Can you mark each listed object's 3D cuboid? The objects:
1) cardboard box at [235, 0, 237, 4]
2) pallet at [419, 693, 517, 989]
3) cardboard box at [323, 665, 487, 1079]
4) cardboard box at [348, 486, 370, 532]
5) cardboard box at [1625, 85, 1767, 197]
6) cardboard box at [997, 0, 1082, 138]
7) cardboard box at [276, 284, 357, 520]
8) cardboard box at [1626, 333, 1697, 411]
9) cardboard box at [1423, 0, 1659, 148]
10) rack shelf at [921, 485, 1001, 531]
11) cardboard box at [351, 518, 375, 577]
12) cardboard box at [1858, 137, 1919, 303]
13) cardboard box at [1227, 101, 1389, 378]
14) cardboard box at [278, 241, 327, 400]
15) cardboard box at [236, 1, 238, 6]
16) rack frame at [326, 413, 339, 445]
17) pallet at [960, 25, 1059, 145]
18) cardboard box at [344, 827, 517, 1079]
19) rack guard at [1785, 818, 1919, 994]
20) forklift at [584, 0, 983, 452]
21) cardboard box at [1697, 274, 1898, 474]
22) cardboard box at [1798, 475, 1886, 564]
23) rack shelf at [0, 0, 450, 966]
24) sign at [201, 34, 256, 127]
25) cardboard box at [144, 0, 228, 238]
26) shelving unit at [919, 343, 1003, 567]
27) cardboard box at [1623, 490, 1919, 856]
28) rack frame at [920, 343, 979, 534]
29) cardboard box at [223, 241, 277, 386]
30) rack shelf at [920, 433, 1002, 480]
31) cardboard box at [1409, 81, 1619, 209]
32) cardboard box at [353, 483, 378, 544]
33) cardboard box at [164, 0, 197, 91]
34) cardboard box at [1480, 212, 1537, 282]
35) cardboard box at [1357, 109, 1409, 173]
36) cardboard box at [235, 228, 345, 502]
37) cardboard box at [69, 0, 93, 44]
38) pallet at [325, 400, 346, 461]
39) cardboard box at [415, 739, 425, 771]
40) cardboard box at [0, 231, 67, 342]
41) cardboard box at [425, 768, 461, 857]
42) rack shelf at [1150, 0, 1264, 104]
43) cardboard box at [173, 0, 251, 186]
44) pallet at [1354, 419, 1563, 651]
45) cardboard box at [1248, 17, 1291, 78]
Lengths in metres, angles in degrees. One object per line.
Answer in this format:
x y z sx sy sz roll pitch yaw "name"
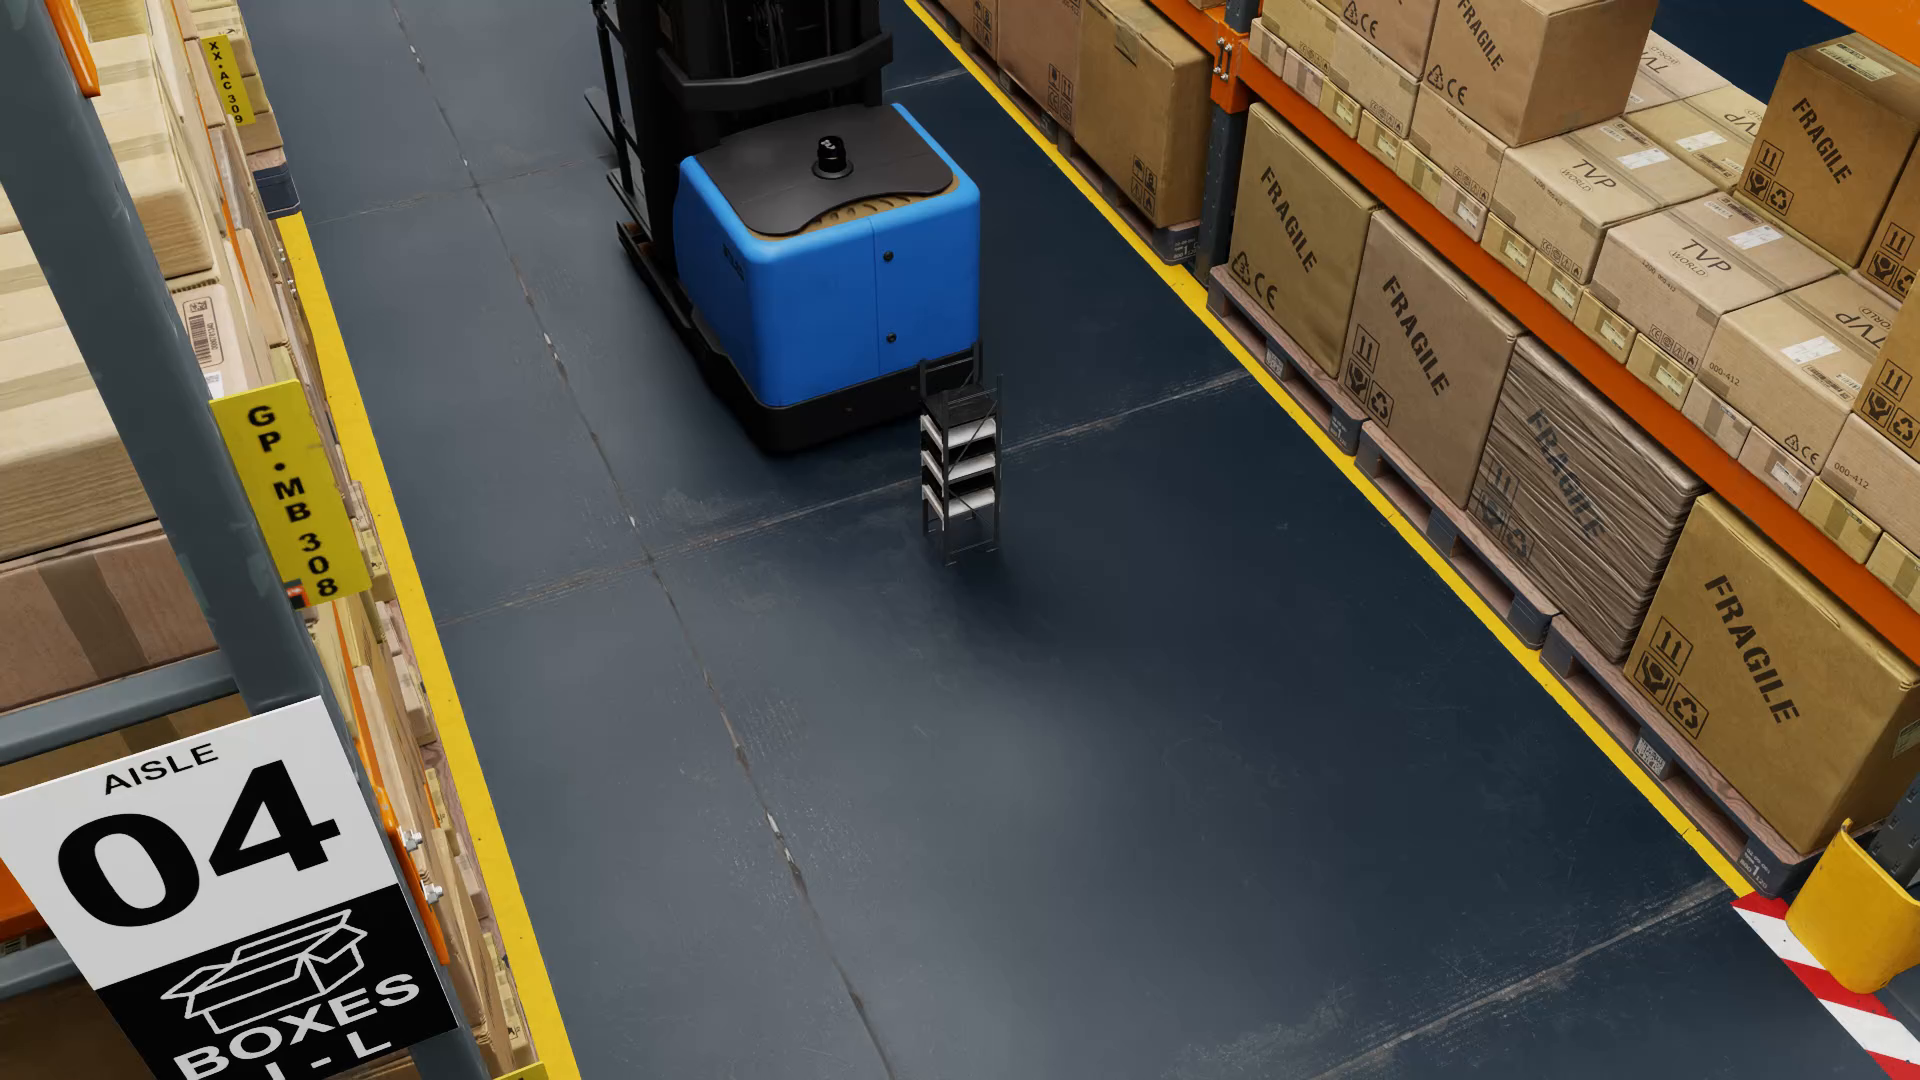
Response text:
-3.014 -2.101 6.412 0.380 0.149 0.250 -20 48 -19 "cardboard box"
-2.105 1.135 5.450 1.003 0.211 1.213 -18 47 -17 "pallet"
-1.202 0.633 2.978 0.500 0.500 0.500 -18 47 -18 "cardboard box"
-2.391 -0.019 6.152 0.380 0.149 0.250 -20 48 -19 "cardboard box"
2.675 -1.325 5.852 0.500 0.250 0.500 -19 48 -18 "cardboard box"
0.943 -2.819 8.685 1.225 0.875 0.875 -20 48 -19 "cardboard box"
-2.052 -0.322 4.658 0.500 0.500 0.500 -18 47 -18 "cardboard box"
2.409 -0.596 5.397 0.380 0.149 0.250 -19 48 -18 "cardboard box"
1.999 -1.747 5.746 0.500 0.500 0.500 -19 48 -19 "cardboard box"
0.003 -0.163 6.579 0.258 0.077 0.200 -18 47 -17 "rack shelf"
-2.296 0.057 5.864 0.380 0.149 0.250 -18 48 -18 "cardboard box"
3.121 -0.929 4.917 0.500 0.500 0.500 -19 48 -18 "cardboard box"
1.811 -1.403 7.250 0.875 0.875 0.875 -18 47 -17 "cardboard box"
-3.007 -0.863 6.969 0.500 0.500 0.500 -16 47 -16 "cardboard box"
-3.120 -2.159 6.682 0.380 0.149 0.250 -20 48 -19 "cardboard box"
-2.936 -1.054 5.682 1.000 3.000 0.127 -18 47 -17 "rack frame"
0.697 -2.710 9.346 1.003 0.211 1.213 -18 47 -17 "pallet"
-1.193 0.986 3.332 0.500 0.500 0.500 -16 47 -16 "cardboard box"
3.298 1.000 5.381 1.175 0.500 0.348 -18 47 -17 "rack guard"
-1.019 -2.450 7.146 1.130 2.935 3.031 -20 48 -19 "forklift"
2.631 -0.512 5.028 0.500 0.250 0.500 -19 48 -18 "cardboard box"
2.729 -0.111 4.905 0.380 0.149 0.250 -18 47 -17 "cardboard box"
-2.095 -0.591 3.590 1.077 0.370 4.000 -18 47 -17 "rack shelf"
-2.447 -1.527 5.546 0.100 0.325 0.005 -18 47 -17 "sign"
-1.625 -0.711 2.951 0.500 0.250 0.500 -17 47 -17 "cardboard box"
0.003 -0.315 6.429 0.258 0.900 0.210 -18 47 -17 "shelving unit"
2.946 0.317 5.506 0.875 0.875 0.875 -18 47 -17 "cardboard box"
-0.039 -0.380 6.494 0.240 0.900 0.006 -18 47 -17 "rack frame"
-1.429 -0.218 2.806 0.500 0.250 0.500 -17 47 -16 "cardboard box"
0.003 -0.355 6.389 0.258 0.077 0.200 -18 47 -17 "rack shelf"
1.994 -1.483 6.012 0.500 0.250 0.500 -17 47 -16 "cardboard box"
-2.462 -0.039 6.385 0.380 0.149 0.250 -17 47 -17 "cardboard box"
-2.072 -1.190 3.792 0.500 0.250 0.500 -19 48 -18 "cardboard box"
2.086 -1.085 5.893 0.380 0.149 0.250 -19 48 -19 "cardboard box"
1.763 -1.576 6.390 0.380 0.149 0.250 -19 48 -18 "cardboard box"
-1.836 -0.348 3.972 0.500 0.500 0.500 -19 48 -19 "cardboard box"
-1.629 -0.763 2.719 0.380 0.149 0.250 -17 47 -16 "cardboard box"
-3.265 -0.557 7.164 1.003 0.211 1.213 -18 47 -17 "pallet"
-1.979 0.806 5.528 0.380 0.149 0.250 -17 47 -17 "cardboard box"
-1.275 -0.280 2.230 0.380 0.149 0.250 -16 47 -16 "cardboard box"
-1.738 0.882 5.028 0.380 0.149 0.250 -17 47 -17 "cardboard box"
0.765 -3.473 8.646 1.077 0.370 4.000 -18 47 -17 "rack shelf"
-2.493 -1.332 4.969 0.500 0.500 0.500 -20 48 -19 "cardboard box"
2.372 -0.175 6.777 1.003 0.211 1.213 -18 47 -17 "pallet"
1.429 -2.078 6.899 0.380 0.149 0.250 -18 47 -17 "cardboard box"
